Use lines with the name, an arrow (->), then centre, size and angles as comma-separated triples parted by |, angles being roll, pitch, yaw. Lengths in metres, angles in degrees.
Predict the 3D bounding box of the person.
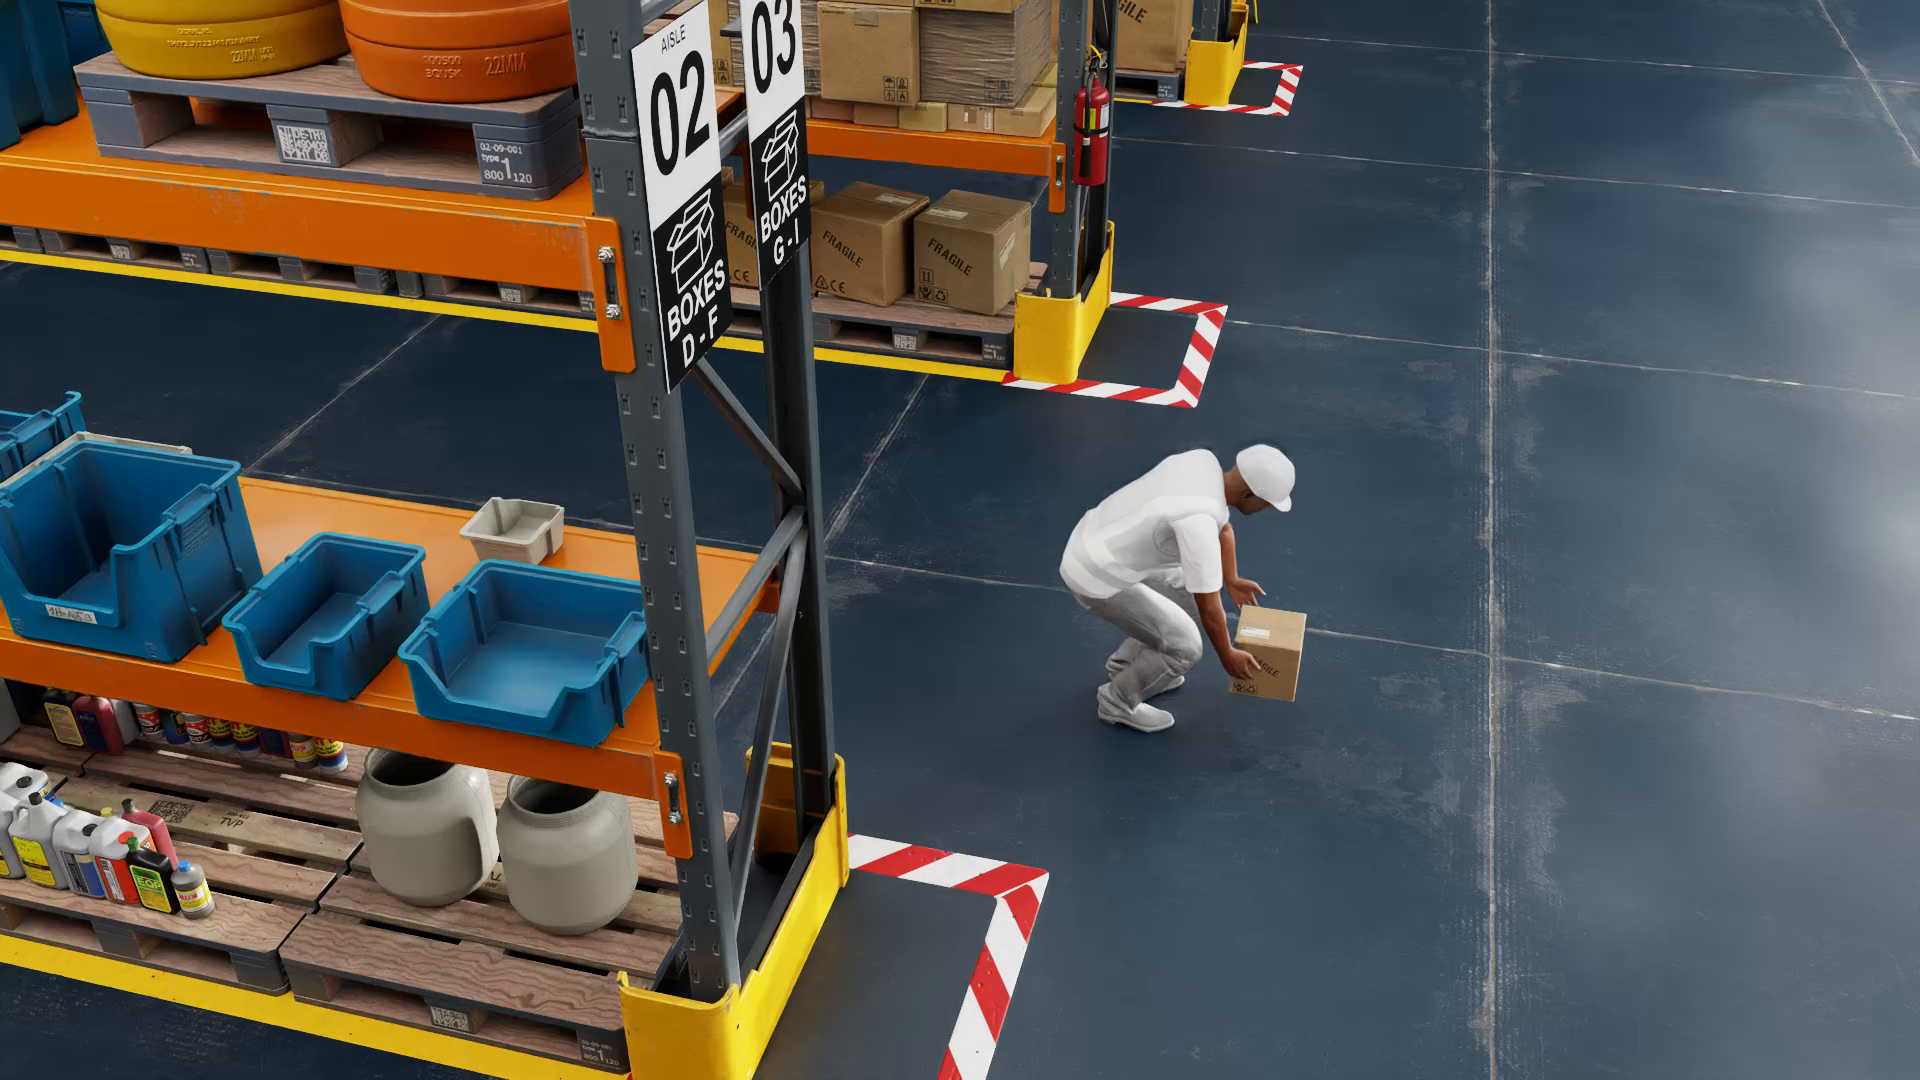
person -> 0.820, 0.131, 6.433 | 0.839, 1.207, 0.620 | 8, 34, 12
